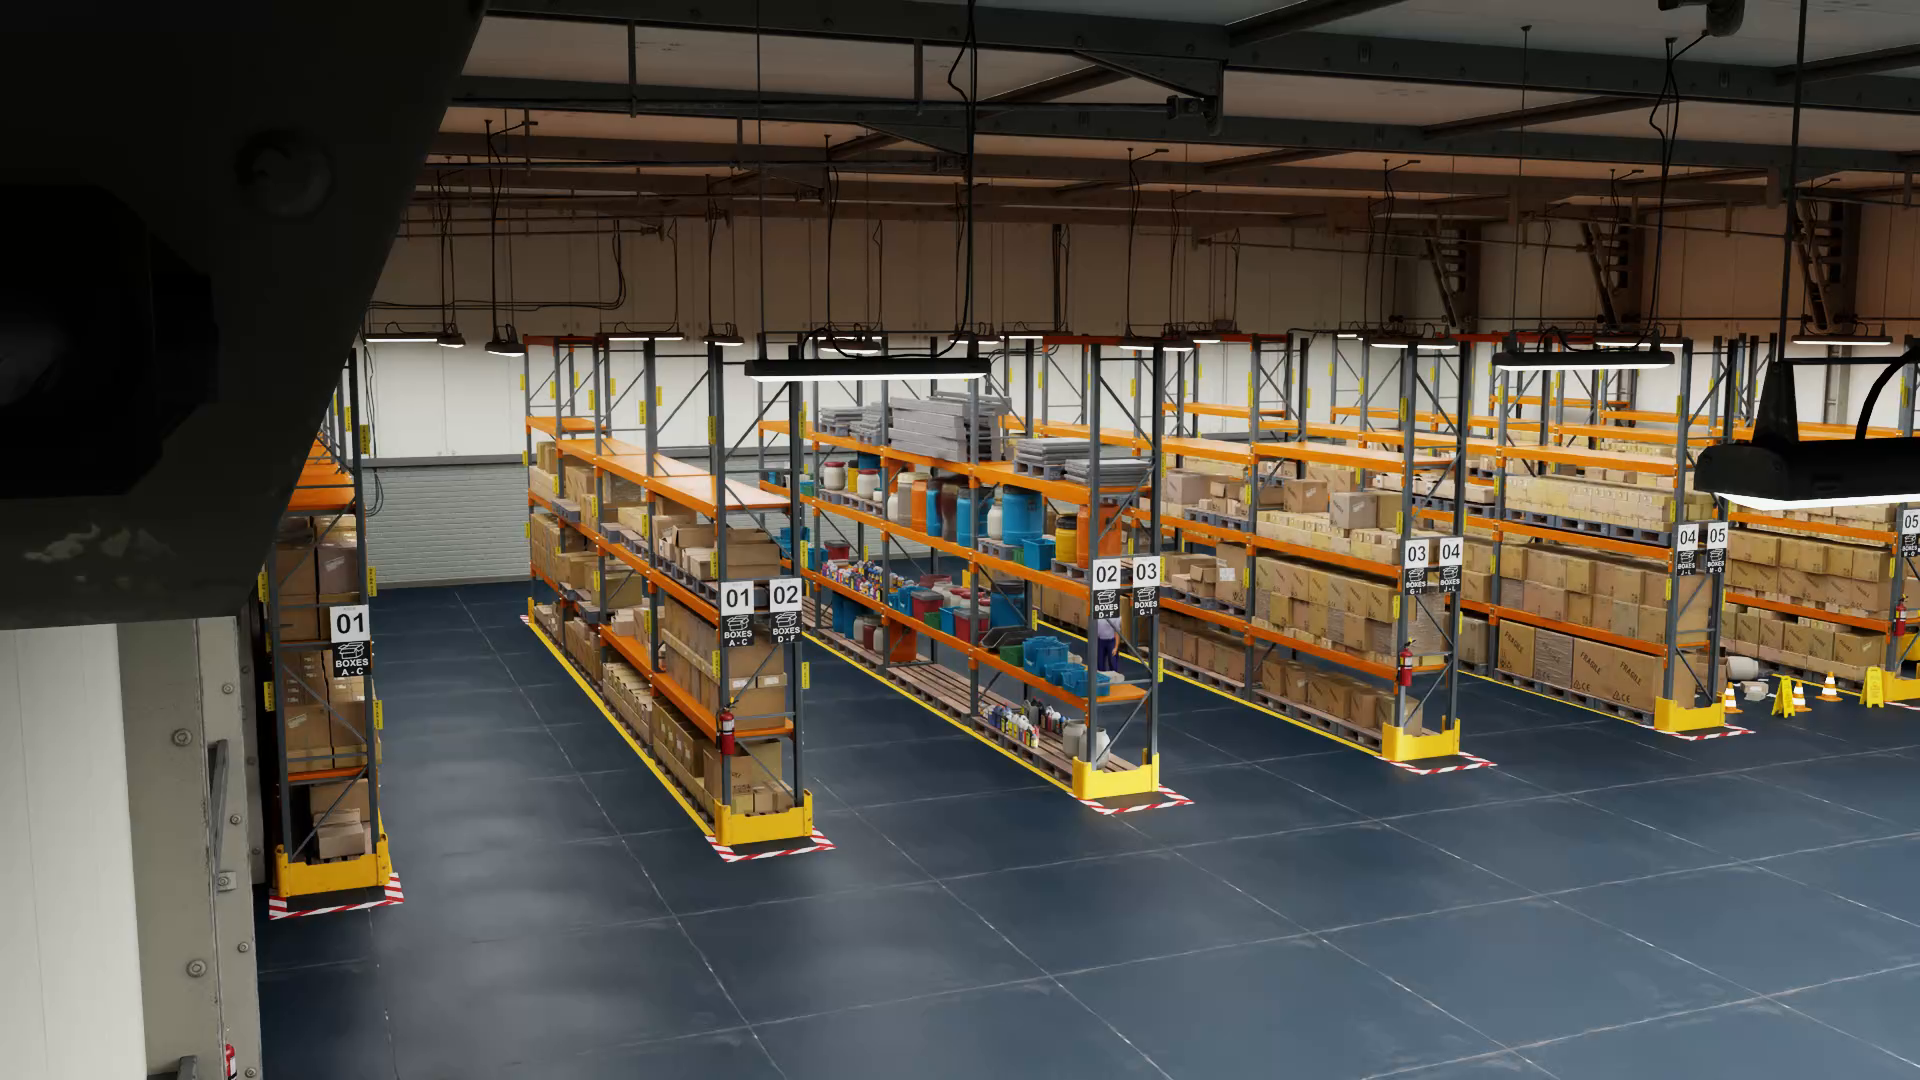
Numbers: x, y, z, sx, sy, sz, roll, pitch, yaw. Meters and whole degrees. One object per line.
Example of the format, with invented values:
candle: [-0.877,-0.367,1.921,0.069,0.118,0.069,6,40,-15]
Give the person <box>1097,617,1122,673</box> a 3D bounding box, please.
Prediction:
person: [2.454,1.835,28.011,0.541,1.677,0.497,3,8,23]

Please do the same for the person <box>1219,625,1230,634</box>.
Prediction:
person: [5.096,1.209,32.285,0.424,1.680,0.599,-1,8,-9]

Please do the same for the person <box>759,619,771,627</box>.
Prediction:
person: [-3.824,1.151,32.779,0.499,1.635,0.998,-1,8,-10]
